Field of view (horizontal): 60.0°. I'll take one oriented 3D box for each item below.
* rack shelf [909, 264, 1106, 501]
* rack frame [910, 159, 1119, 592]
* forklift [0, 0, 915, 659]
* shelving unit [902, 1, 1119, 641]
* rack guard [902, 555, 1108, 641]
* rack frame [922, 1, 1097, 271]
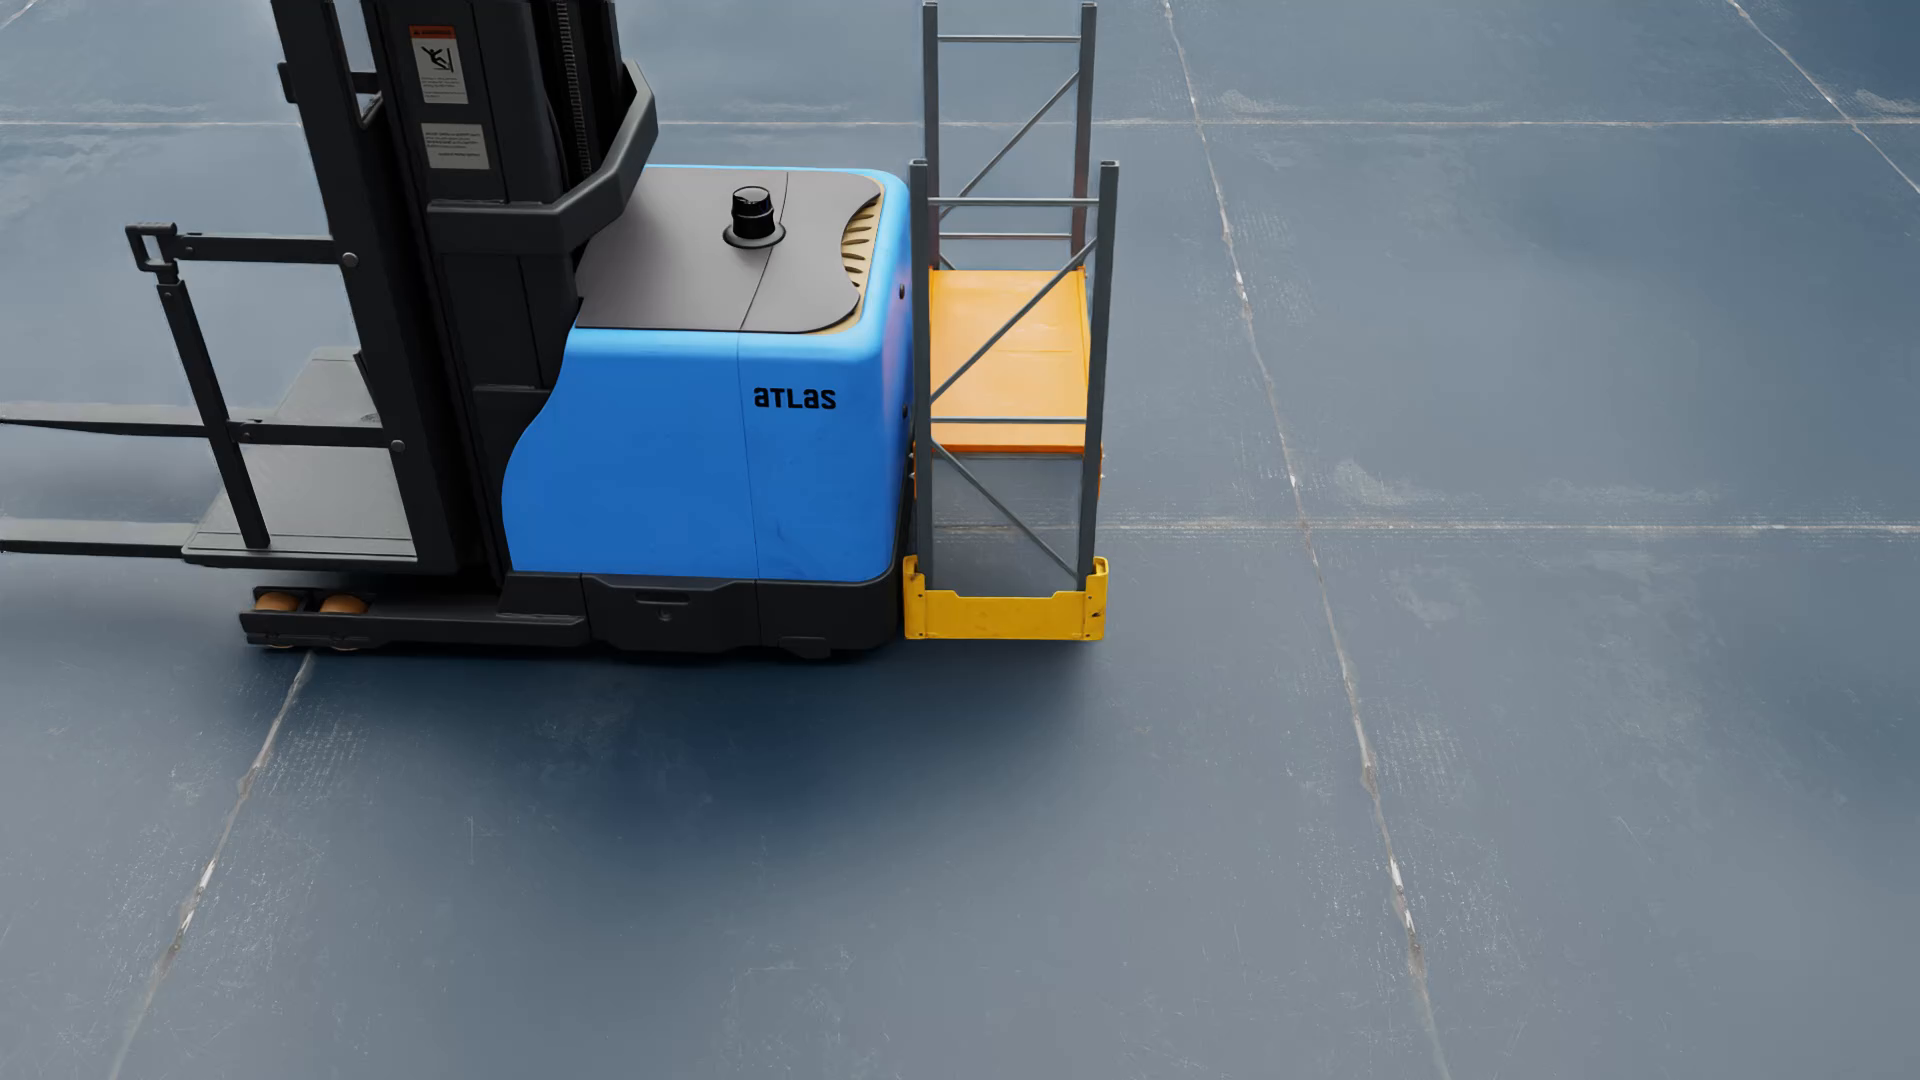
[{"bbox_3d":[0.136,-0.494,4.955,0.538,0.185,1.000,0,39,1],"label":"rack shelf"},{"bbox_3d":[0.130,-0.317,4.446,0.500,1.500,0.032,0,39,1],"label":"rack frame"},{"bbox_3d":[-1.673,-1.149,4.340,3.031,2.935,1.130,2,39,2],"label":"forklift"},{"bbox_3d":[0.136,-0.629,4.836,0.587,1.500,1.083,0,39,1],"label":"shelving unit"},{"bbox_3d":[0.130,0.170,4.838,0.587,0.250,0.087,0,39,1],"label":"rack guard"},{"bbox_3d":[0.143,-0.953,5.239,0.500,1.500,0.032,0,39,1],"label":"rack frame"}]
